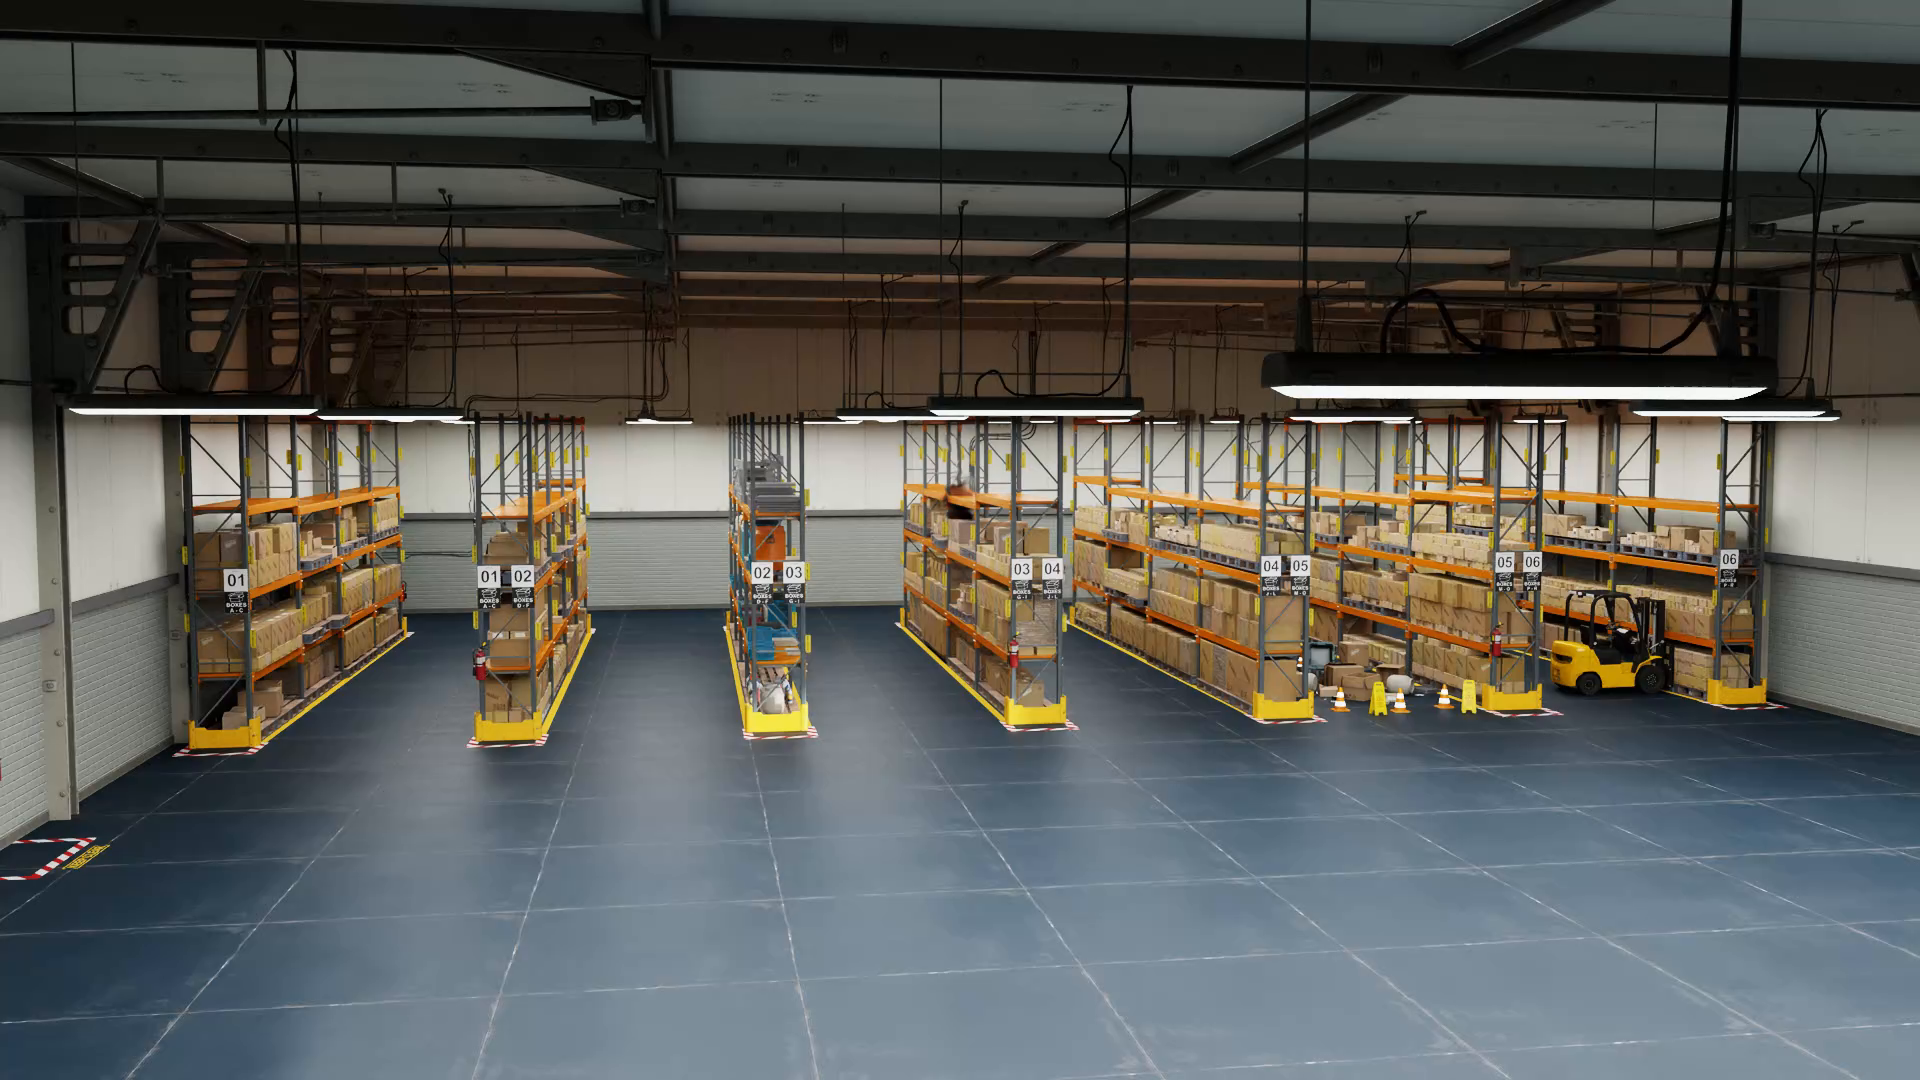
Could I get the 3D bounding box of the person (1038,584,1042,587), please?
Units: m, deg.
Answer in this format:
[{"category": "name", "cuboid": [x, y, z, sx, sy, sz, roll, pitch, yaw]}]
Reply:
[{"category": "person", "cuboid": [2.306, 1.707, 46.430, 0.581, 1.651, 0.965, 0, 4, -4]}]
